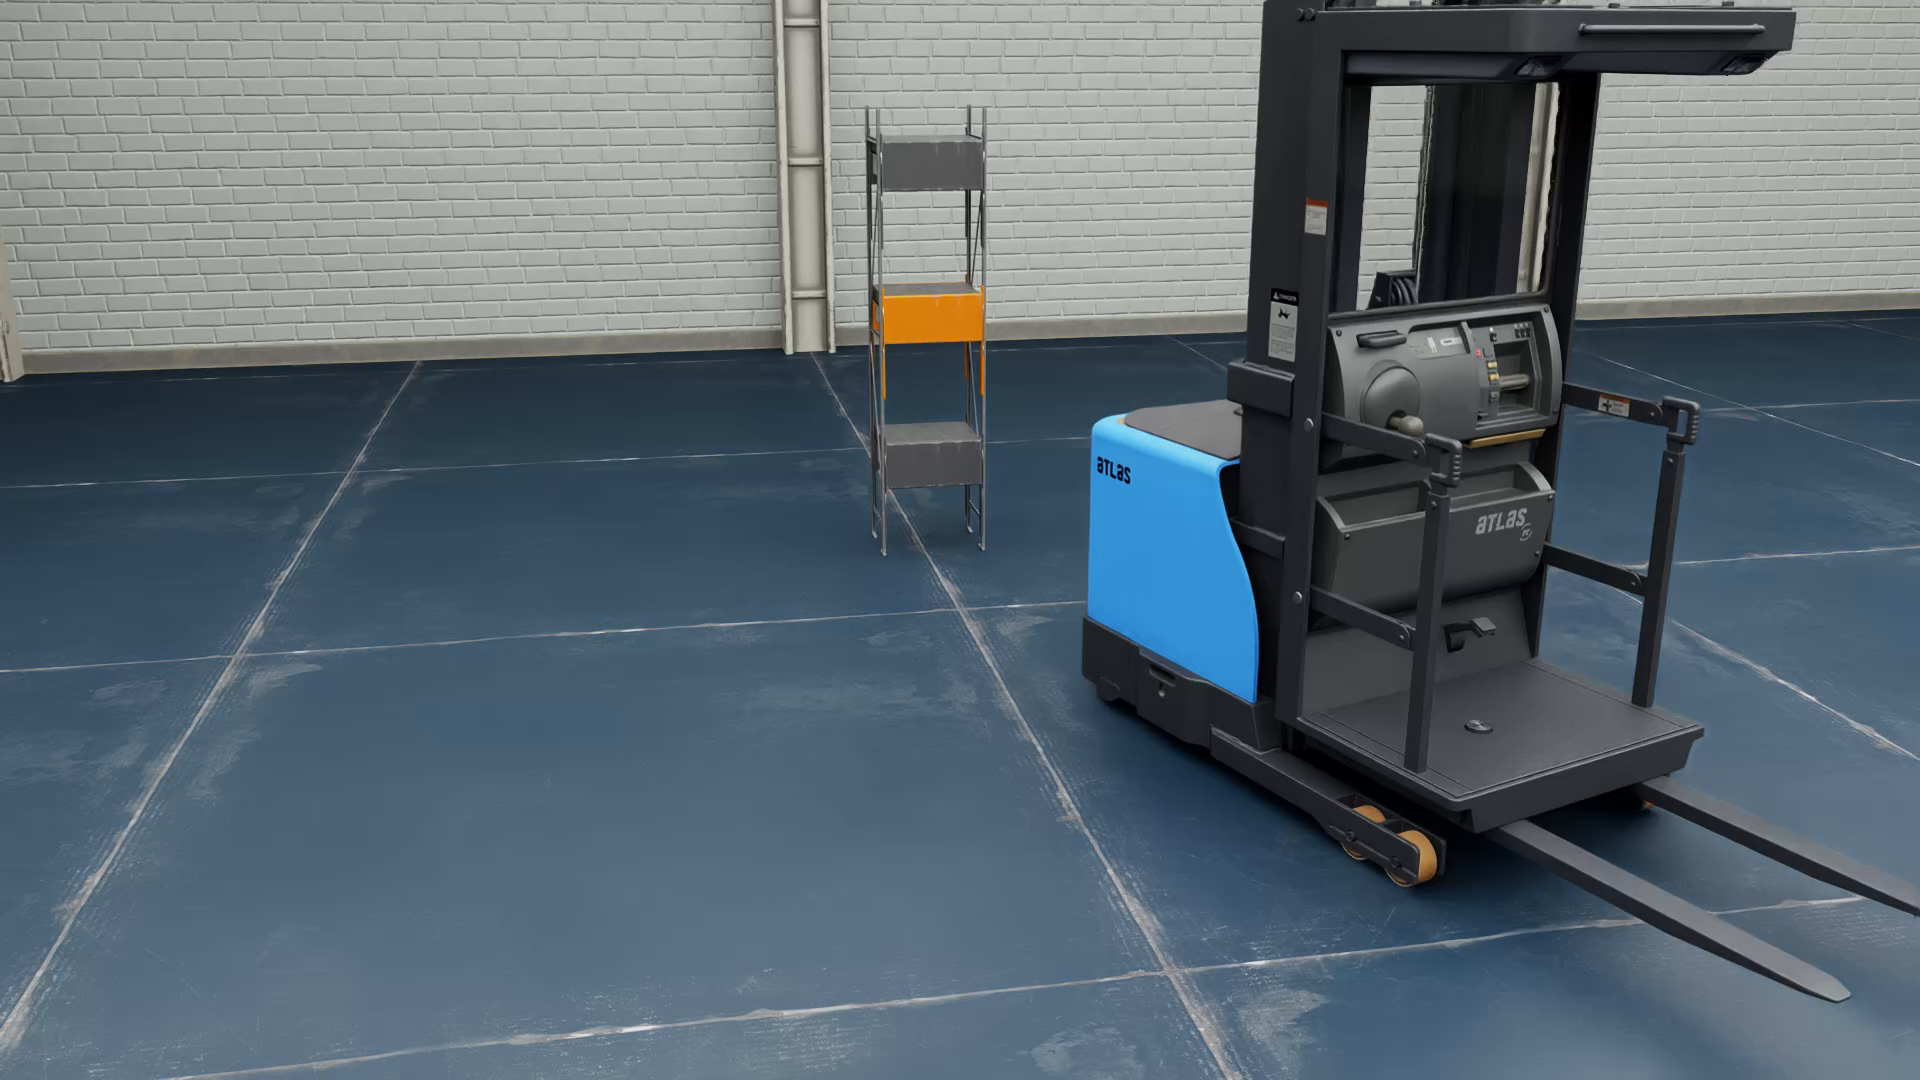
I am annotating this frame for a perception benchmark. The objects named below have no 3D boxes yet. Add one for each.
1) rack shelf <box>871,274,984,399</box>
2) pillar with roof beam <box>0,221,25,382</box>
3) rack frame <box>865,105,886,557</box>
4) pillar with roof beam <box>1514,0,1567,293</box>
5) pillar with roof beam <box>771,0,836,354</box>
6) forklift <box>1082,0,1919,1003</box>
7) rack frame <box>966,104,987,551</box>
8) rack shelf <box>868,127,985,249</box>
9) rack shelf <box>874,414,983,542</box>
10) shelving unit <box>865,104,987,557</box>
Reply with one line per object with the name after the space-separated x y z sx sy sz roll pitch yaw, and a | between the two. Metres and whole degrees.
-0.163 -0.981 7.978 0.480 0.518 0.431 -3 17 -10 | rack shelf
-6.277 -4.241 6.794 0.400 9.000 9.100 -3 17 -10 | pillar with roof beam
-0.402 -0.981 7.929 0.015 2.100 0.400 -3 17 -10 | rack frame
5.505 -4.910 8.970 0.400 9.000 9.100 -3 17 -10 | pillar with roof beam
-0.386 -4.576 7.882 0.400 9.000 9.100 -3 17 -10 | pillar with roof beam
1.634 -0.521 5.016 1.130 2.935 3.031 -9 19 -28 | forklift
0.077 -1.008 8.018 0.015 2.100 0.400 -3 17 -10 | rack frame
-0.163 -1.651 7.772 0.480 0.518 0.431 -3 17 -10 | rack shelf
-0.163 -0.312 8.183 0.480 0.518 0.431 -3 17 -10 | rack shelf
-0.163 -0.995 7.973 0.503 2.100 0.431 -3 17 -10 | shelving unit
